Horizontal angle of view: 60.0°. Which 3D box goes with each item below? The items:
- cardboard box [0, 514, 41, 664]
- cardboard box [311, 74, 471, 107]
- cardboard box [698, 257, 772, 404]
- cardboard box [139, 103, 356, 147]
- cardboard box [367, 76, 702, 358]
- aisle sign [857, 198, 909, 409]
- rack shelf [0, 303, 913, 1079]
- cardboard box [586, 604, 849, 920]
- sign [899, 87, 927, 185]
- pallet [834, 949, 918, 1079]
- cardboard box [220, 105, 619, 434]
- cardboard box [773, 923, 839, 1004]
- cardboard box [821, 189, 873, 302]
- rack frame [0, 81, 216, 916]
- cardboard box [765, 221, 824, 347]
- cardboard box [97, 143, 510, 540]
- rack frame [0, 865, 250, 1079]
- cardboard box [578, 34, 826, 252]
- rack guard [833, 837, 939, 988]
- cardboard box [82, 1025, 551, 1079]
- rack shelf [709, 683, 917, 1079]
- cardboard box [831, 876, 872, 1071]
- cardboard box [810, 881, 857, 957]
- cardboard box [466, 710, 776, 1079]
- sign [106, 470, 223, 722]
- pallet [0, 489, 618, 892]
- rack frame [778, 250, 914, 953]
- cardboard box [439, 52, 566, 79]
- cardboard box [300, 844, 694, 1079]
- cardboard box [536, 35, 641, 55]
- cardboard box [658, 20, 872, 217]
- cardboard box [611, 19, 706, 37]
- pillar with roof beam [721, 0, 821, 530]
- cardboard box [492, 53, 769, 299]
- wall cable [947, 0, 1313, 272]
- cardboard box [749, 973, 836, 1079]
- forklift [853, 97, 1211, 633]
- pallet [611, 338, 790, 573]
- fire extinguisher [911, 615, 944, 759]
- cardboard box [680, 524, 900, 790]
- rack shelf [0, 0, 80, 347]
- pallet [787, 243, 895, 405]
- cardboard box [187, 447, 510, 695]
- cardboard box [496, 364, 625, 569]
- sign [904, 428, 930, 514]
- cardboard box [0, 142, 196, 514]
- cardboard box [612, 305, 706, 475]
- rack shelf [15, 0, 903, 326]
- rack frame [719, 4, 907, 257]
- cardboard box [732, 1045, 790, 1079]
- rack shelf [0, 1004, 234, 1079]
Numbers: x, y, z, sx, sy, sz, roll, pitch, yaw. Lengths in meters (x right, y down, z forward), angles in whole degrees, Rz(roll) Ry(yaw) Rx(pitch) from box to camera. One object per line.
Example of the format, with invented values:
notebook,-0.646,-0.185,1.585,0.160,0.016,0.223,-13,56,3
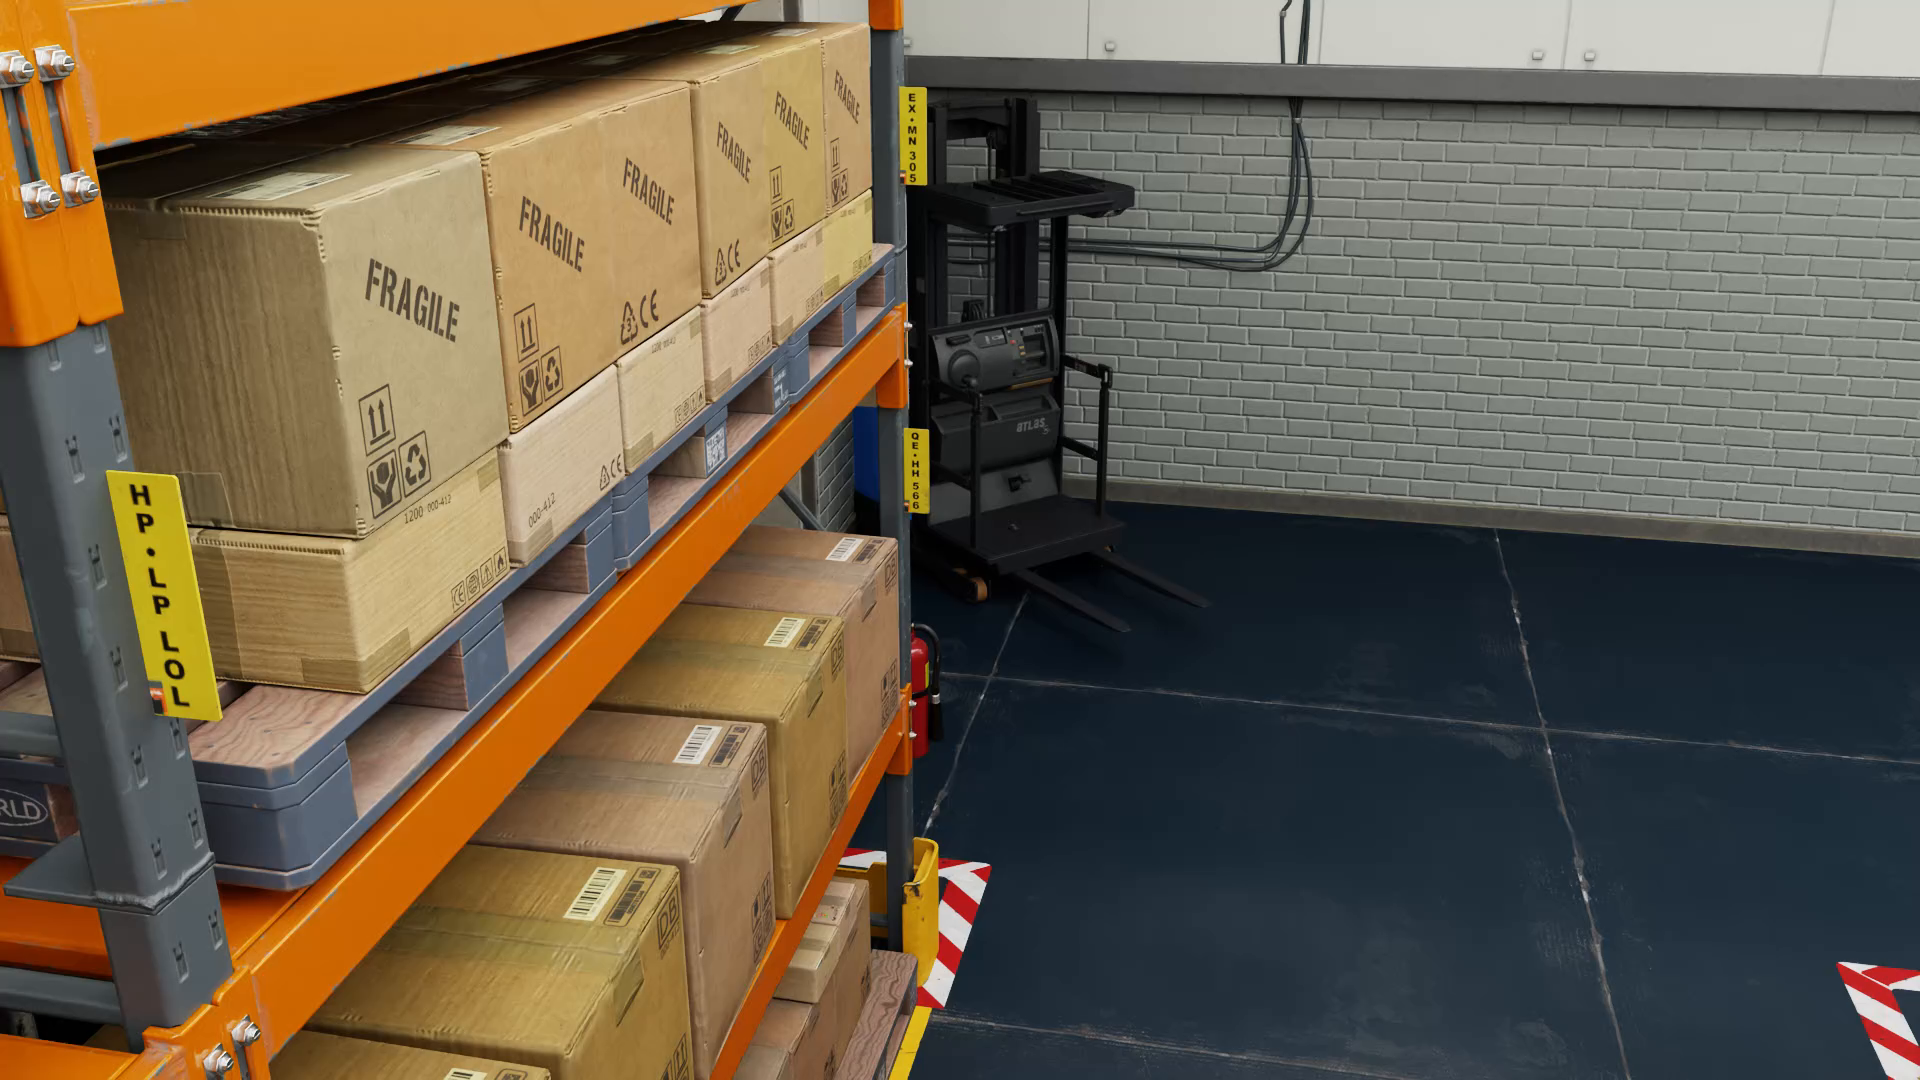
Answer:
cardboard box,-1.596,-0.020,2.877,0.500,0.250,0.500,5,22,11
cardboard box,-1.402,-0.755,3.698,0.500,0.500,0.500,4,22,9
cardboard box,-0.786,-0.545,4.182,0.500,0.250,0.500,4,22,9
cardboard box,-1.488,-0.562,3.219,0.500,0.500,0.500,4,22,9
cardboard box,-0.892,-0.708,3.583,0.500,0.500,0.500,5,22,11
aisle sign,-0.382,-0.861,5.996,0.394,0.787,0.004,4,22,11
rack shelf,-1.098,0.022,4.231,1.077,0.370,4.000,4,22,11
cardboard box,-0.922,0.663,5.289,0.980,0.700,0.700,4,22,10
sign,-0.162,-1.371,5.647,0.100,0.325,0.005,4,22,11
pallet,-0.777,1.940,6.253,1.003,0.211,1.213,4,22,11
cardboard box,-0.988,-0.527,3.134,0.500,0.500,0.500,4,22,10
cardboard box,-0.635,1.430,5.703,0.380,0.149,0.250,5,22,12
cardboard box,-0.580,-0.927,5.129,0.500,0.250,0.500,5,23,13
rack frame,-1.507,-0.971,1.720,1.000,3.000,0.127,4,22,11
cardboard box,-0.685,-0.736,4.656,0.500,0.250,0.500,4,22,9
cardboard box,-1.087,-0.339,2.666,0.500,0.500,0.500,4,22,10
rack frame,-1.507,1.811,2.841,1.000,3.000,0.127,4,22,11
cardboard box,-0.685,-1.092,4.535,0.500,0.500,0.500,5,23,13
rack guard,-0.685,1.499,6.962,1.175,0.500,0.348,4,22,11
cardboard box,-1.380,1.475,3.274,0.980,0.700,0.700,5,22,12
rack shelf,-1.098,1.414,4.791,1.077,0.370,4.000,4,22,11
cardboard box,-0.735,1.577,6.207,0.700,0.500,0.500,4,22,11
cardboard box,-0.583,1.337,5.935,0.380,0.149,0.250,4,22,10
cardboard box,-1.087,0.942,4.599,0.980,0.700,0.700,3,22,8
sign,-0.973,0.072,2.031,0.100,0.325,0.005,4,22,11
pallet,-1.329,0.163,3.038,1.003,0.211,1.213,4,22,11
rack frame,-0.690,0.348,6.473,1.000,3.000,0.127,4,22,11
cardboard box,-1.293,-0.937,4.150,0.500,0.500,0.500,4,22,11
cardboard box,-1.226,1.208,3.936,0.980,0.700,0.700,4,22,10
cardboard box,-1.191,-1.121,4.608,0.500,0.500,0.500,4,22,10
cardboard box,-0.573,-1.274,4.987,0.500,0.500,0.500,4,22,11
cardboard box,-1.076,-1.314,5.086,0.500,0.500,0.500,4,22,9
pillar with roof beam,3.228,-3.160,7.153,9.100,9.000,0.400,4,22,11
cardboard box,-0.784,-0.900,4.060,0.500,0.500,0.500,3,22,9
wall cable,0.814,-3.035,11.001,3.097,2.526,0.112,4,22,11
cardboard box,-0.837,1.760,5.753,0.700,0.500,0.500,4,22,11
forklift,0.352,-1.166,10.326,1.130,2.935,3.031,-14,26,-31
pallet,-1.078,-0.282,4.143,1.003,0.211,1.213,4,22,11
fire extinguisher,-0.208,0.537,6.607,0.296,0.674,0.183,4,22,11
cardboard box,-0.785,0.397,5.952,0.980,0.700,0.700,5,23,13
rack shelf,-1.915,0.279,0.113,1.077,0.370,4.000,4,22,11
pallet,-0.831,-0.730,5.254,1.003,0.211,1.213,4,22,11
cardboard box,-1.107,0.016,2.789,0.500,0.250,0.500,4,22,11
cardboard box,-0.990,-0.170,3.249,0.500,0.250,0.500,4,22,10
sign,-0.162,-0.252,6.097,0.100,0.325,0.005,4,22,11
cardboard box,-1.592,-0.373,2.750,0.500,0.500,0.500,4,22,11
cardboard box,-0.892,-0.358,3.716,0.500,0.250,0.500,4,22,9
rack shelf,-1.098,-1.184,3.745,1.077,0.370,4.000,4,22,11
rack frame,-0.690,-2.434,5.353,1.000,3.000,0.127,4,22,11
cardboard box,-0.939,1.944,5.296,0.700,0.500,0.500,4,22,9
rack shelf,-1.915,1.485,0.599,1.077,0.370,4.000,4,22,11
